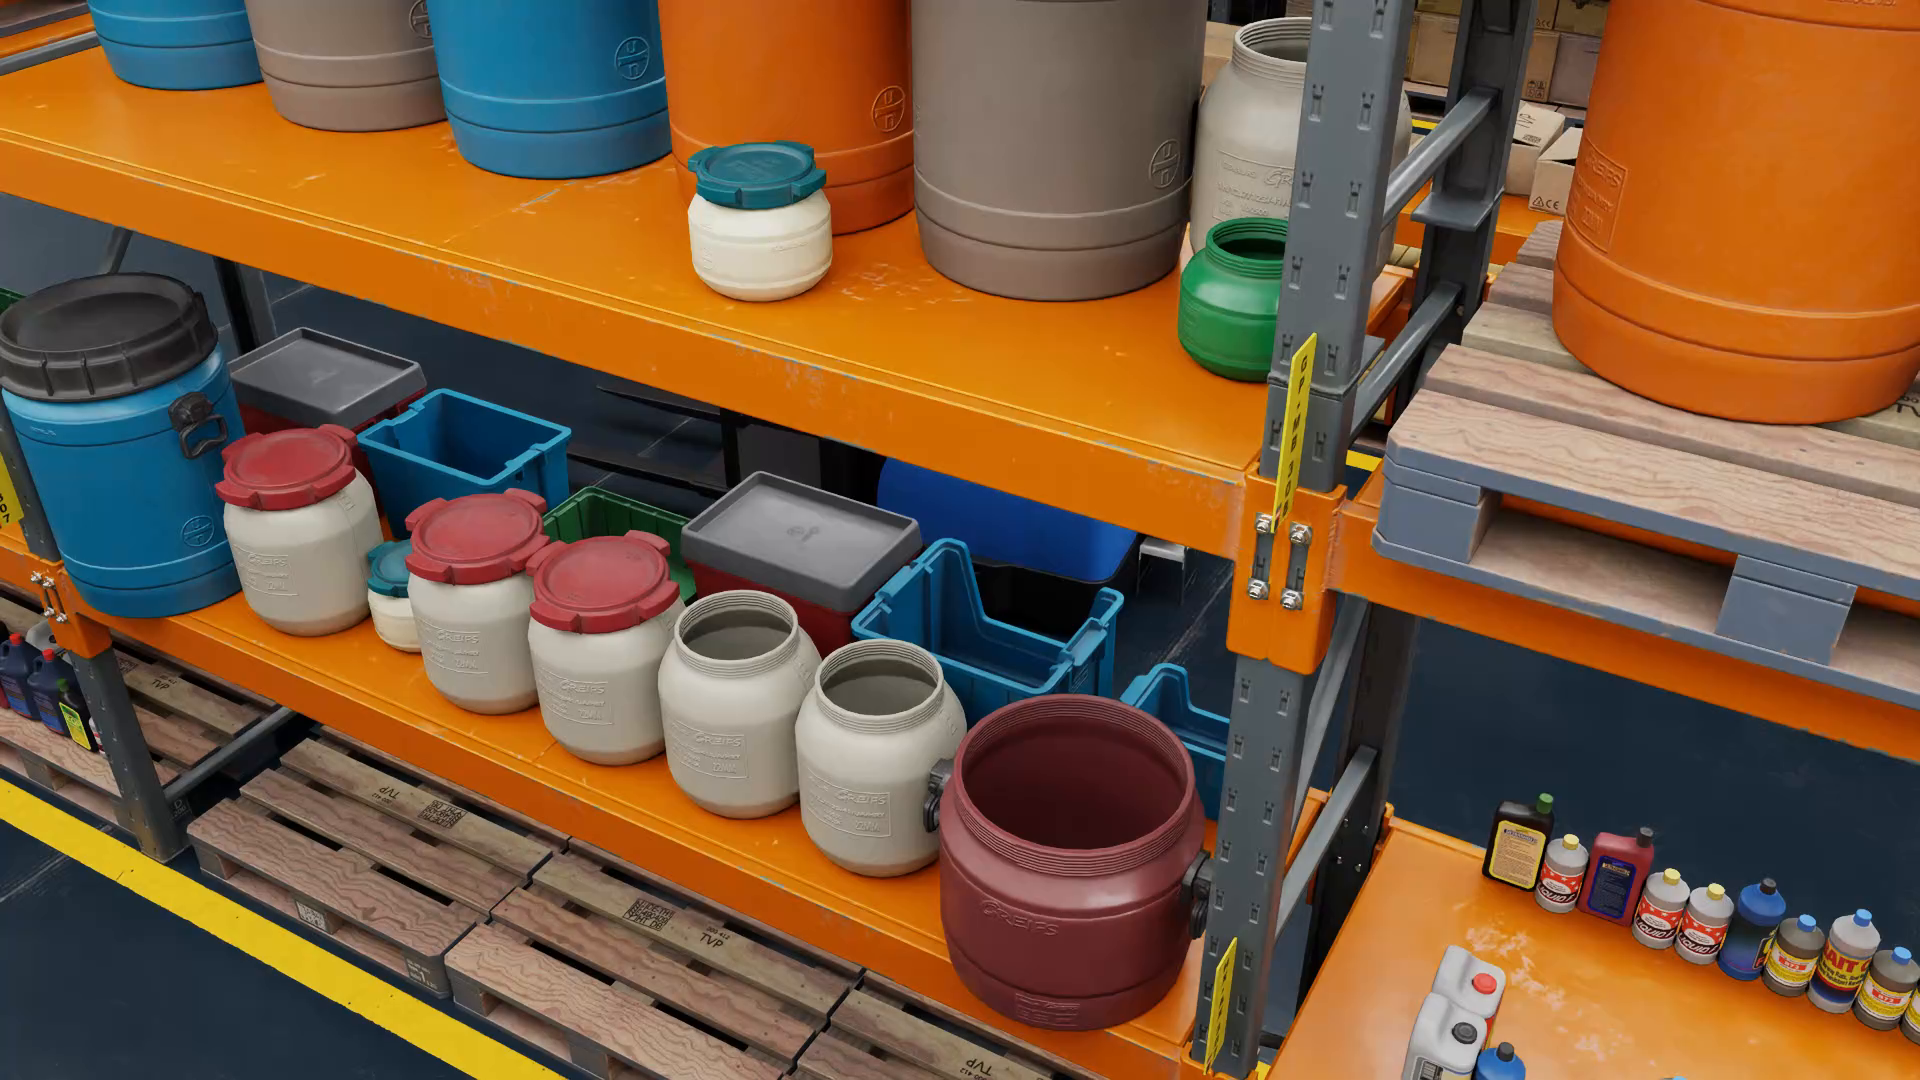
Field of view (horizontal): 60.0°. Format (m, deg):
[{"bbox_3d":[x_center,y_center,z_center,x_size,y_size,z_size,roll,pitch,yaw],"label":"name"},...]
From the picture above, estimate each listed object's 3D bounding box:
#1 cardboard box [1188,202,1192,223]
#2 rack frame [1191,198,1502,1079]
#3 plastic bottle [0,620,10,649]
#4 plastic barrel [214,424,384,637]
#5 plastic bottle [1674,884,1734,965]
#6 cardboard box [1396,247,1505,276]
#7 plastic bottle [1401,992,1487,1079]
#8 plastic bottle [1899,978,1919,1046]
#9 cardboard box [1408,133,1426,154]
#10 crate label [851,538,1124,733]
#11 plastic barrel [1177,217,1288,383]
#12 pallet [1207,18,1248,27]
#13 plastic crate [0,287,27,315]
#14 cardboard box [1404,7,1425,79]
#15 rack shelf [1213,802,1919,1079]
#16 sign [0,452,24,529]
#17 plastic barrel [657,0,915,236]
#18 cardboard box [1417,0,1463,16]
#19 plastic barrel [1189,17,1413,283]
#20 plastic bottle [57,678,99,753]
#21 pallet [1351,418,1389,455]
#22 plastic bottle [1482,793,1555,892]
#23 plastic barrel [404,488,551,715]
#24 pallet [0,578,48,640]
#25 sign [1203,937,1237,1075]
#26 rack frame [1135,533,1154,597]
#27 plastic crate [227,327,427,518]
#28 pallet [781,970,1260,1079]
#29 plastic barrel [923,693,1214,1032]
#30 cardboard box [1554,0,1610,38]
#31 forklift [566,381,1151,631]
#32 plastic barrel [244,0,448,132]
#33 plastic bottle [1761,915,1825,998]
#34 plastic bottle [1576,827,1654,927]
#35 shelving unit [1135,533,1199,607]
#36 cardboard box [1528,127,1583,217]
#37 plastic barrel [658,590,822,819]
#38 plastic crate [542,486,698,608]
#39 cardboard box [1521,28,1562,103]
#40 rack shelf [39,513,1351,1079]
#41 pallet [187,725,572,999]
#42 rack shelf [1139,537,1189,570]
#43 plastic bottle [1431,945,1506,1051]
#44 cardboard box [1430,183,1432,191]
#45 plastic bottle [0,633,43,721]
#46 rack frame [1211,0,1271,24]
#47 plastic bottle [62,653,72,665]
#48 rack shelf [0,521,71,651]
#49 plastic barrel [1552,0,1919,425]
[{"bbox_3d":[1.174,-1.726,9.231,0.500,0.311,0.500,17,37,24],"label":"cardboard box"},{"bbox_3d":[0.805,0.769,3.889,0.127,3.000,1.000,18,37,24],"label":"rack frame"},{"bbox_3d":[-3.788,0.380,6.527,0.133,0.283,0.061,18,37,24],"label":"plastic bottle"},{"bbox_3d":[-1.946,-0.019,4.950,0.433,0.535,0.433,0,34,0],"label":"plastic barrel"},{"bbox_3d":[1.744,0.888,3.889,0.097,0.201,0.097,0,34,0],"label":"plastic bottle"},{"bbox_3d":[2.497,-1.303,8.597,0.500,0.311,0.500,17,37,23],"label":"cardboard box"},{"bbox_3d":[1.021,1.095,3.511,0.135,0.276,0.152,18,37,24],"label":"plastic bottle"},{"bbox_3d":[2.167,1.022,3.688,0.097,0.201,0.097,0,34,0],"label":"plastic bottle"},{"bbox_3d":[2.131,-1.833,8.023,0.250,0.149,0.380,21,39,28],"label":"cardboard box"},{"bbox_3d":[0.077,0.351,4.485,0.616,0.435,0.502,18,37,24],"label":"crate label"},{"bbox_3d":[0.566,-0.458,3.166,0.294,0.245,0.294,0,34,0],"label":"plastic barrel"},{"bbox_3d":[1.648,-4.106,13.725,1.213,0.211,1.003,18,37,24],"label":"pallet"},{"bbox_3d":[-3.706,-0.752,6.364,0.662,0.188,0.450,18,37,24],"label":"plastic crate"},{"bbox_3d":[3.369,-3.929,12.802,0.500,0.500,0.700,17,37,23],"label":"cardboard box"},{"bbox_3d":[2.542,1.618,3.262,4.000,0.370,1.077,18,37,24],"label":"rack shelf"},{"bbox_3d":[-2.950,-0.185,5.071,0.005,0.325,0.100,18,37,24],"label":"sign"},{"bbox_3d":[-0.368,-1.169,3.705,0.708,0.830,0.600,18,37,24],"label":"plastic barrel"},{"bbox_3d":[3.733,-4.098,12.380,0.500,0.250,0.500,16,37,23],"label":"cardboard box"},{"bbox_3d":[0.688,-0.759,3.376,0.421,0.512,0.421,0,34,0],"label":"plastic barrel"},{"bbox_3d":[-3.249,0.643,6.132,0.133,0.283,0.061,20,38,27],"label":"plastic bottle"},{"bbox_3d":[2.571,-0.698,8.608,1.213,0.211,1.003,18,37,24],"label":"pallet"},{"bbox_3d":[1.368,0.723,4.063,0.133,0.283,0.061,18,37,24],"label":"plastic bottle"},{"bbox_3d":[-1.309,0.183,4.647,0.433,0.535,0.433,0,34,0],"label":"plastic barrel"},{"bbox_3d":[-4.293,0.290,7.124,1.213,0.211,1.003,18,37,24],"label":"pallet"},{"bbox_3d":[0.539,0.968,3.443,0.005,0.325,0.100,18,37,24],"label":"sign"},{"bbox_3d":[0.827,-0.185,7.216,0.006,0.900,0.240,13,36,19],"label":"rack frame"},{"bbox_3d":[-2.095,-0.372,5.544,0.583,0.464,0.402,18,37,24],"label":"plastic crate"},{"bbox_3d":[0.152,1.698,5.010,1.213,0.211,1.003,18,37,24],"label":"pallet"},{"bbox_3d":[0.252,0.730,3.824,0.708,0.536,0.600,18,37,24],"label":"plastic barrel"},{"bbox_3d":[4.606,-3.813,11.952,0.500,0.250,0.500,18,38,25],"label":"cardboard box"},{"bbox_3d":[-0.578,-1.355,7.140,3.031,2.935,1.130,13,36,19],"label":"forklift"},{"bbox_3d":[-1.550,-1.573,4.247,0.600,0.901,0.600,0,34,0],"label":"plastic barrel"},{"bbox_3d":[1.913,0.942,3.809,0.097,0.201,0.097,0,34,0],"label":"plastic bottle"},{"bbox_3d":[1.569,0.787,3.967,0.133,0.283,0.061,18,37,24],"label":"plastic bottle"},{"bbox_3d":[0.920,-0.163,7.183,0.210,0.900,0.258,13,36,19],"label":"shelving unit"},{"bbox_3d":[2.972,-1.698,7.674,0.500,0.311,0.500,20,39,27],"label":"cardboard box"},{"bbox_3d":[-0.559,0.426,4.303,0.421,0.512,0.421,0,34,0],"label":"plastic barrel"},{"bbox_3d":[-1.015,0.100,5.084,0.662,0.188,0.450,18,37,24],"label":"plastic crate"},{"bbox_3d":[4.235,-3.635,12.360,0.500,0.500,0.700,17,37,24],"label":"cardboard box"},{"bbox_3d":[-0.931,0.518,4.914,4.000,0.370,1.077,18,37,24],"label":"rack shelf"},{"bbox_3d":[-1.966,1.027,6.018,1.213,0.211,1.003,18,37,24],"label":"pallet"},{"bbox_3d":[0.920,0.014,7.301,0.200,0.077,0.258,13,36,19],"label":"rack shelf"},{"bbox_3d":[1.096,1.022,3.621,0.135,0.276,0.152,18,37,24],"label":"plastic bottle"},{"bbox_3d":[2.348,-1.624,7.708,0.250,0.149,0.380,18,37,24],"label":"cardboard box"},{"bbox_3d":[-3.536,0.497,6.290,0.185,0.351,0.144,16,37,22],"label":"plastic bottle"},{"bbox_3d":[2.248,-5.099,12.700,0.127,3.000,1.000,18,37,24],"label":"rack frame"},{"bbox_3d":[-3.298,0.481,6.315,0.185,0.351,0.144,18,37,24],"label":"plastic bottle"},{"bbox_3d":[-4.404,-0.582,6.566,4.000,0.370,1.077,18,37,24],"label":"rack shelf"},{"bbox_3d":[1.297,-0.676,2.586,0.708,0.830,0.600,18,37,24],"label":"plastic barrel"}]
